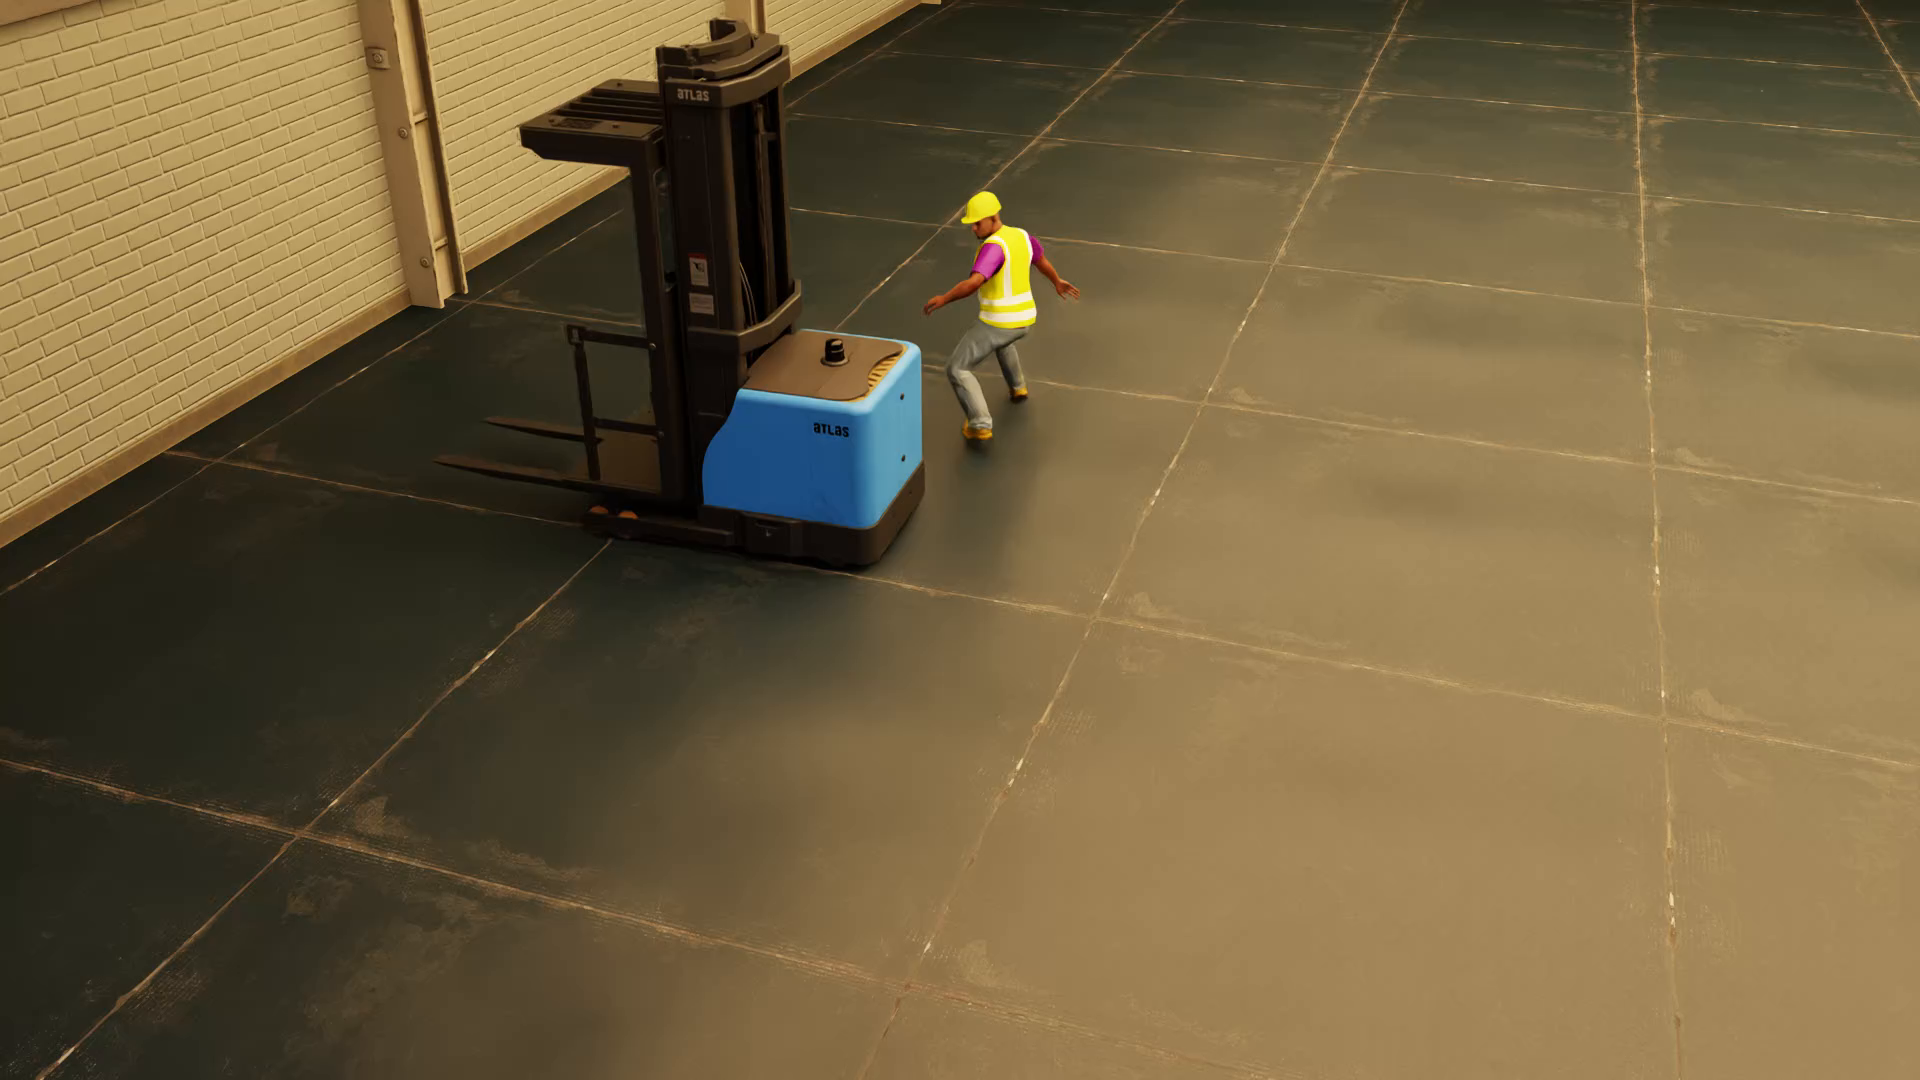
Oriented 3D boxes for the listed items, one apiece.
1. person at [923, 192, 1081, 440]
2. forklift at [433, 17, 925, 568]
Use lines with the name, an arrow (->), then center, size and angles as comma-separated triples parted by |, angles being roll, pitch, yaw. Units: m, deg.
person -> 0.286, -1.509, 11.222 | 0.547, 1.705, 1.194 | 20, 35, 31
forklift -> -1.796, -1.521, 9.805 | 3.031, 2.935, 1.130 | 9, 31, 15
